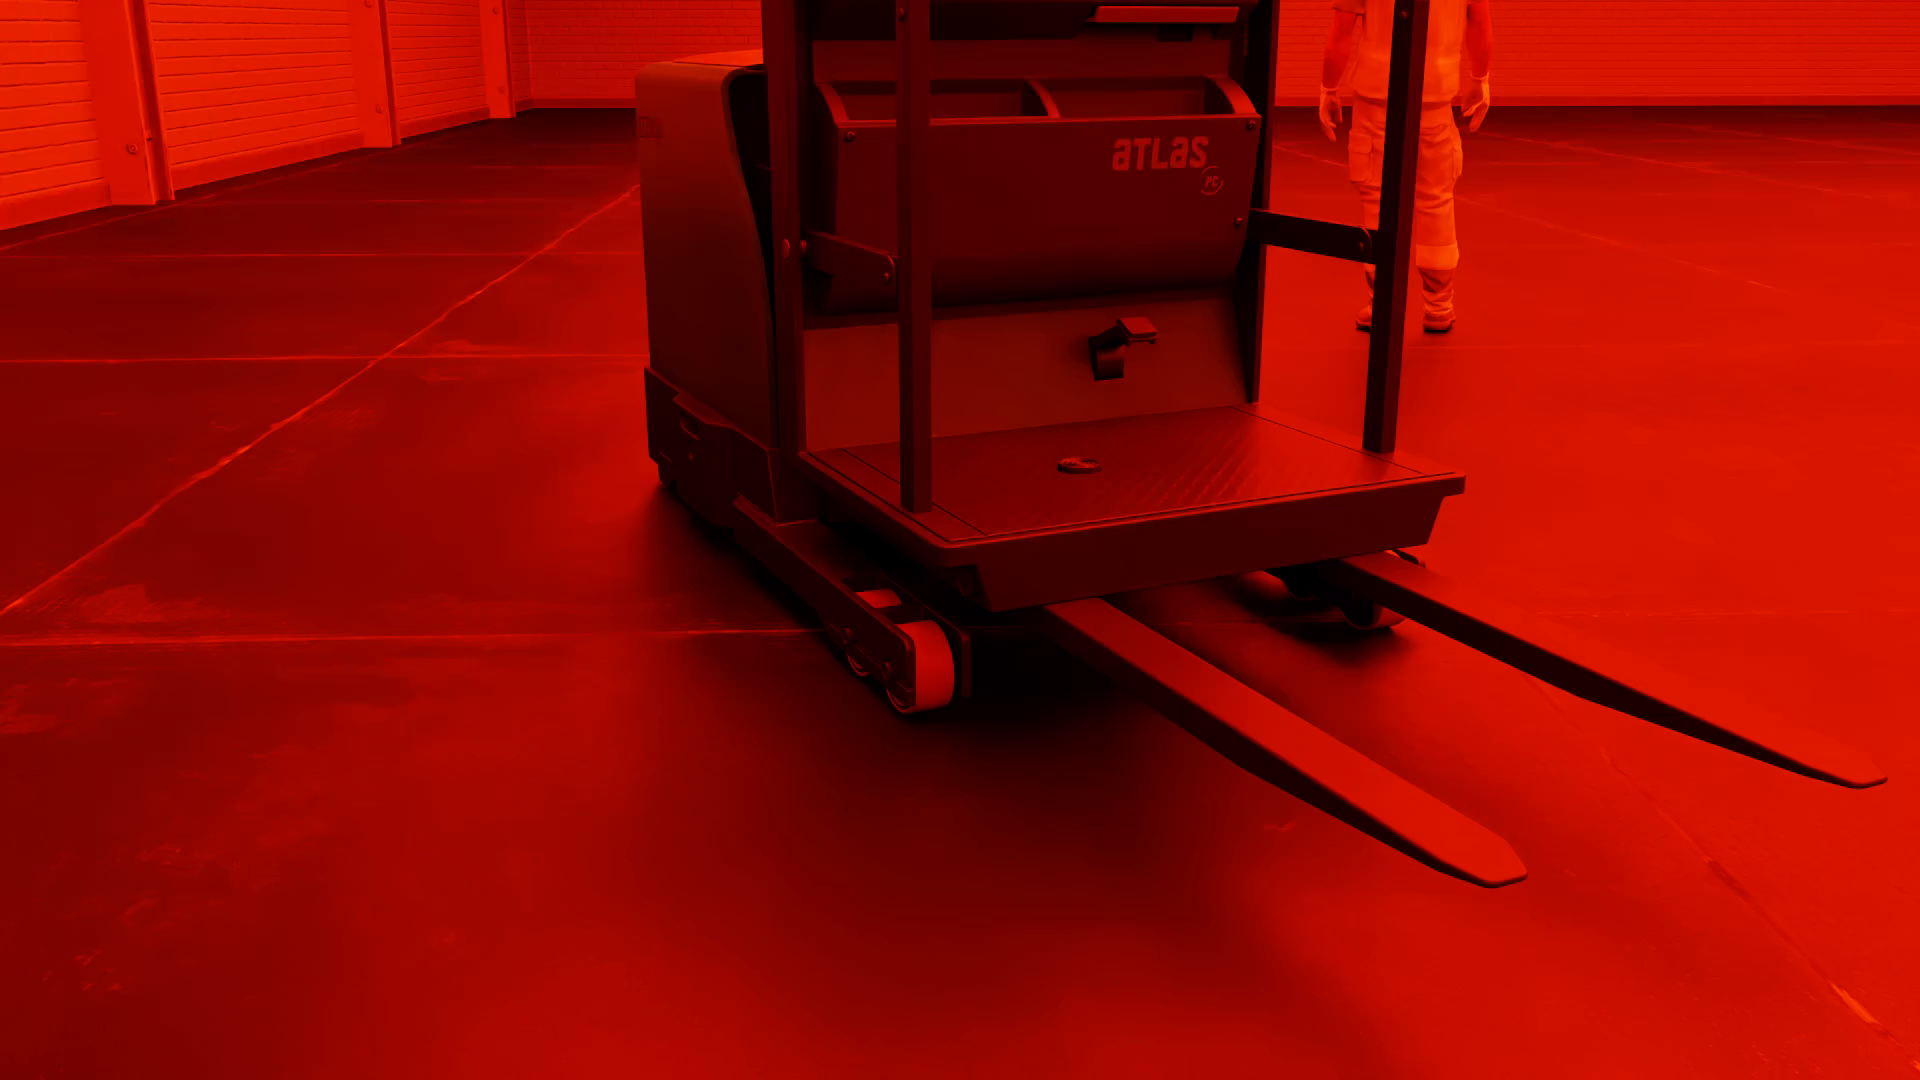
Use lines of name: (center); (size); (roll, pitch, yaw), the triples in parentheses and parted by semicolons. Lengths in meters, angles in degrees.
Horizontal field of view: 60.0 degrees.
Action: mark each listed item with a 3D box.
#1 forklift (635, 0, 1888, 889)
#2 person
forklift: (0.258, -1.240, 2.962); (1.130, 2.935, 3.031); (-8, 19, -24)
person: (1.695, -1.694, 6.371); (0.637, 1.790, 0.562); (2, 17, 5)
